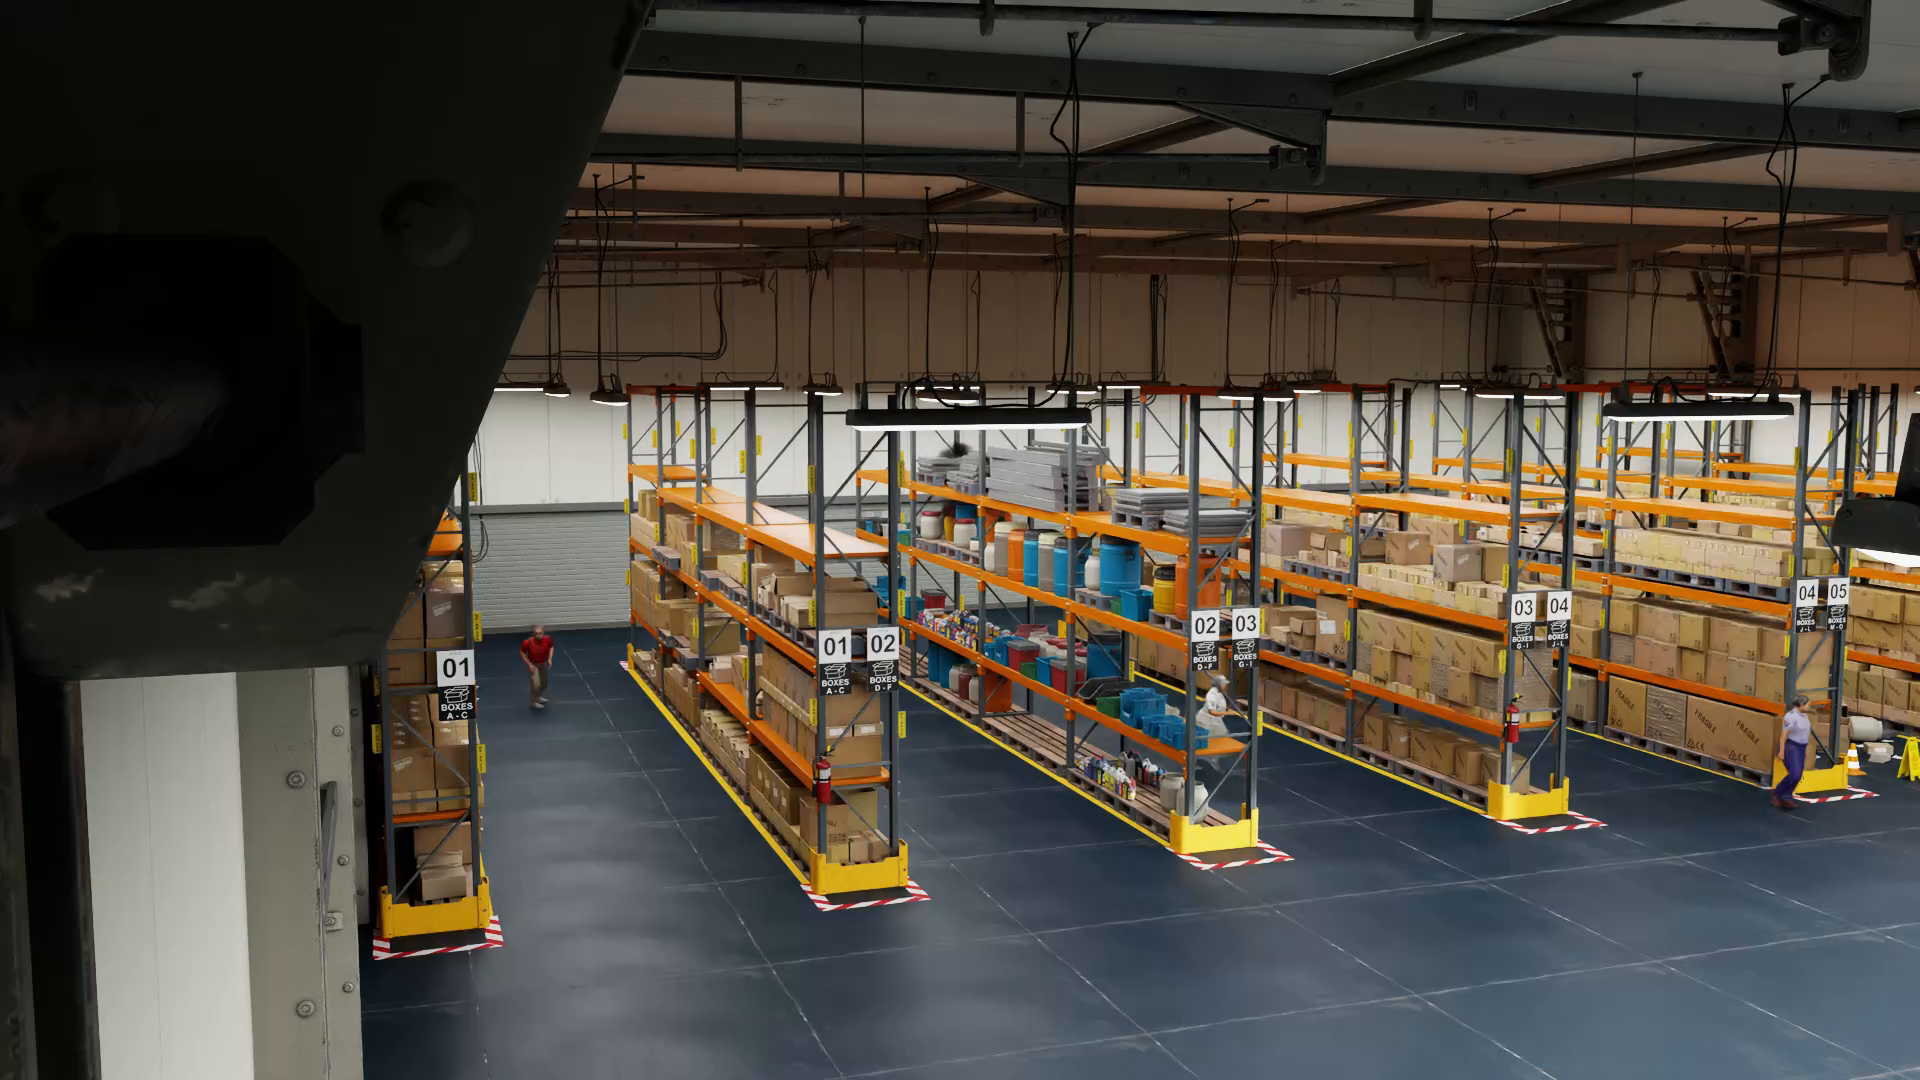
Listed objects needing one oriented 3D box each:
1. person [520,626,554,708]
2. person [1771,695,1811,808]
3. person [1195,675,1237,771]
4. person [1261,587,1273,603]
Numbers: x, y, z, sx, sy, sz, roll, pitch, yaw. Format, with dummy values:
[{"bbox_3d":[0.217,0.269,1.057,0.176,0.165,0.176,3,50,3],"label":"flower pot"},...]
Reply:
[{"bbox_3d":[-7.919,2.346,31.082,0.846,1.585,0.713,6,8,44],"label":"person"},{"bbox_3d":[11.963,3.036,23.902,0.619,1.631,0.427,-5,8,-38],"label":"person"},{"bbox_3d":[3.942,2.868,25.992,0.904,1.589,0.607,5,7,38],"label":"person"},{"bbox_3d":[7.735,1.129,42.150,0.590,1.735,0.826,4,7,37],"label":"person"}]
